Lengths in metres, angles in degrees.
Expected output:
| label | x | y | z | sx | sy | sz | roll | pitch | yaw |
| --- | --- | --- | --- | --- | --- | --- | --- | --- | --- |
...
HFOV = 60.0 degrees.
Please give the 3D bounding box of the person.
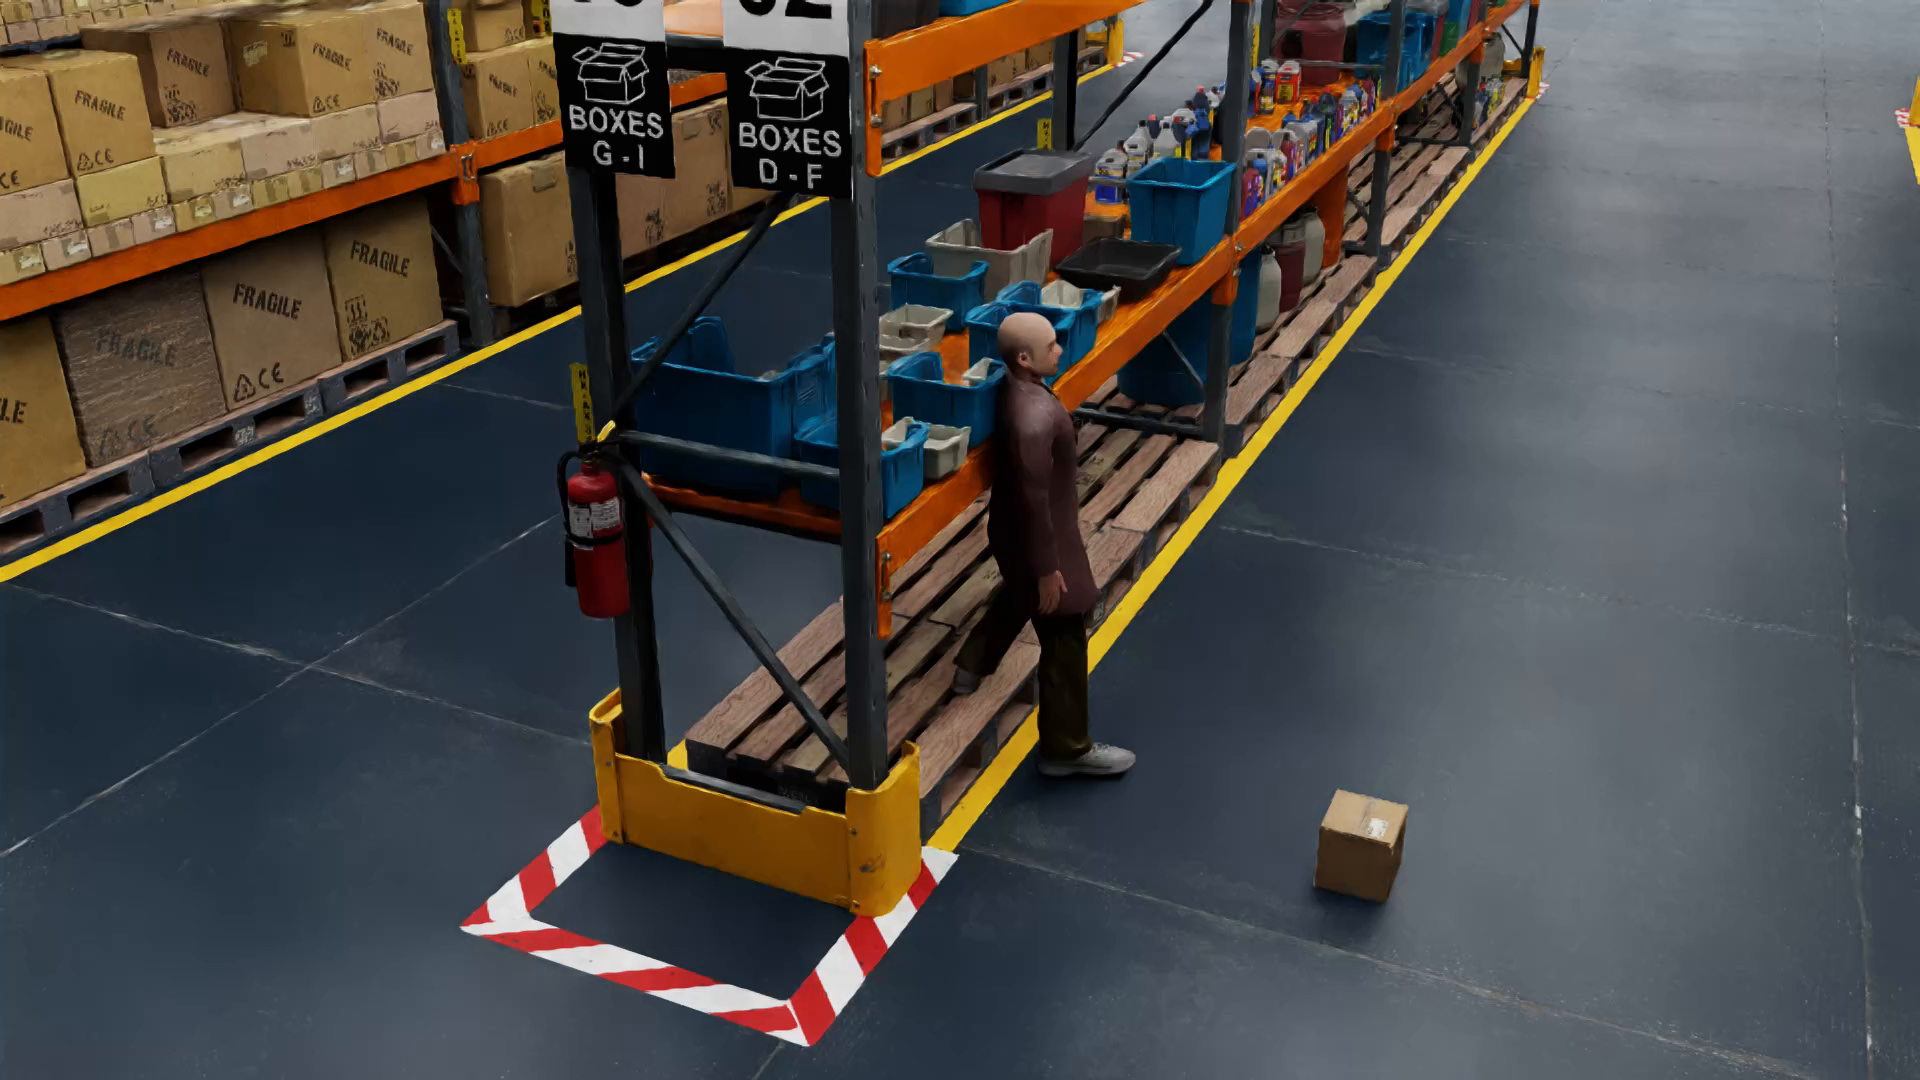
| label | x | y | z | sx | sy | sz | roll | pitch | yaw |
| --- | --- | --- | --- | --- | --- | --- | --- | --- | --- |
| person | 0.291 | -0.016 | 6.202 | 0.612 | 1.769 | 0.728 | -7 | 26 | -14 |
